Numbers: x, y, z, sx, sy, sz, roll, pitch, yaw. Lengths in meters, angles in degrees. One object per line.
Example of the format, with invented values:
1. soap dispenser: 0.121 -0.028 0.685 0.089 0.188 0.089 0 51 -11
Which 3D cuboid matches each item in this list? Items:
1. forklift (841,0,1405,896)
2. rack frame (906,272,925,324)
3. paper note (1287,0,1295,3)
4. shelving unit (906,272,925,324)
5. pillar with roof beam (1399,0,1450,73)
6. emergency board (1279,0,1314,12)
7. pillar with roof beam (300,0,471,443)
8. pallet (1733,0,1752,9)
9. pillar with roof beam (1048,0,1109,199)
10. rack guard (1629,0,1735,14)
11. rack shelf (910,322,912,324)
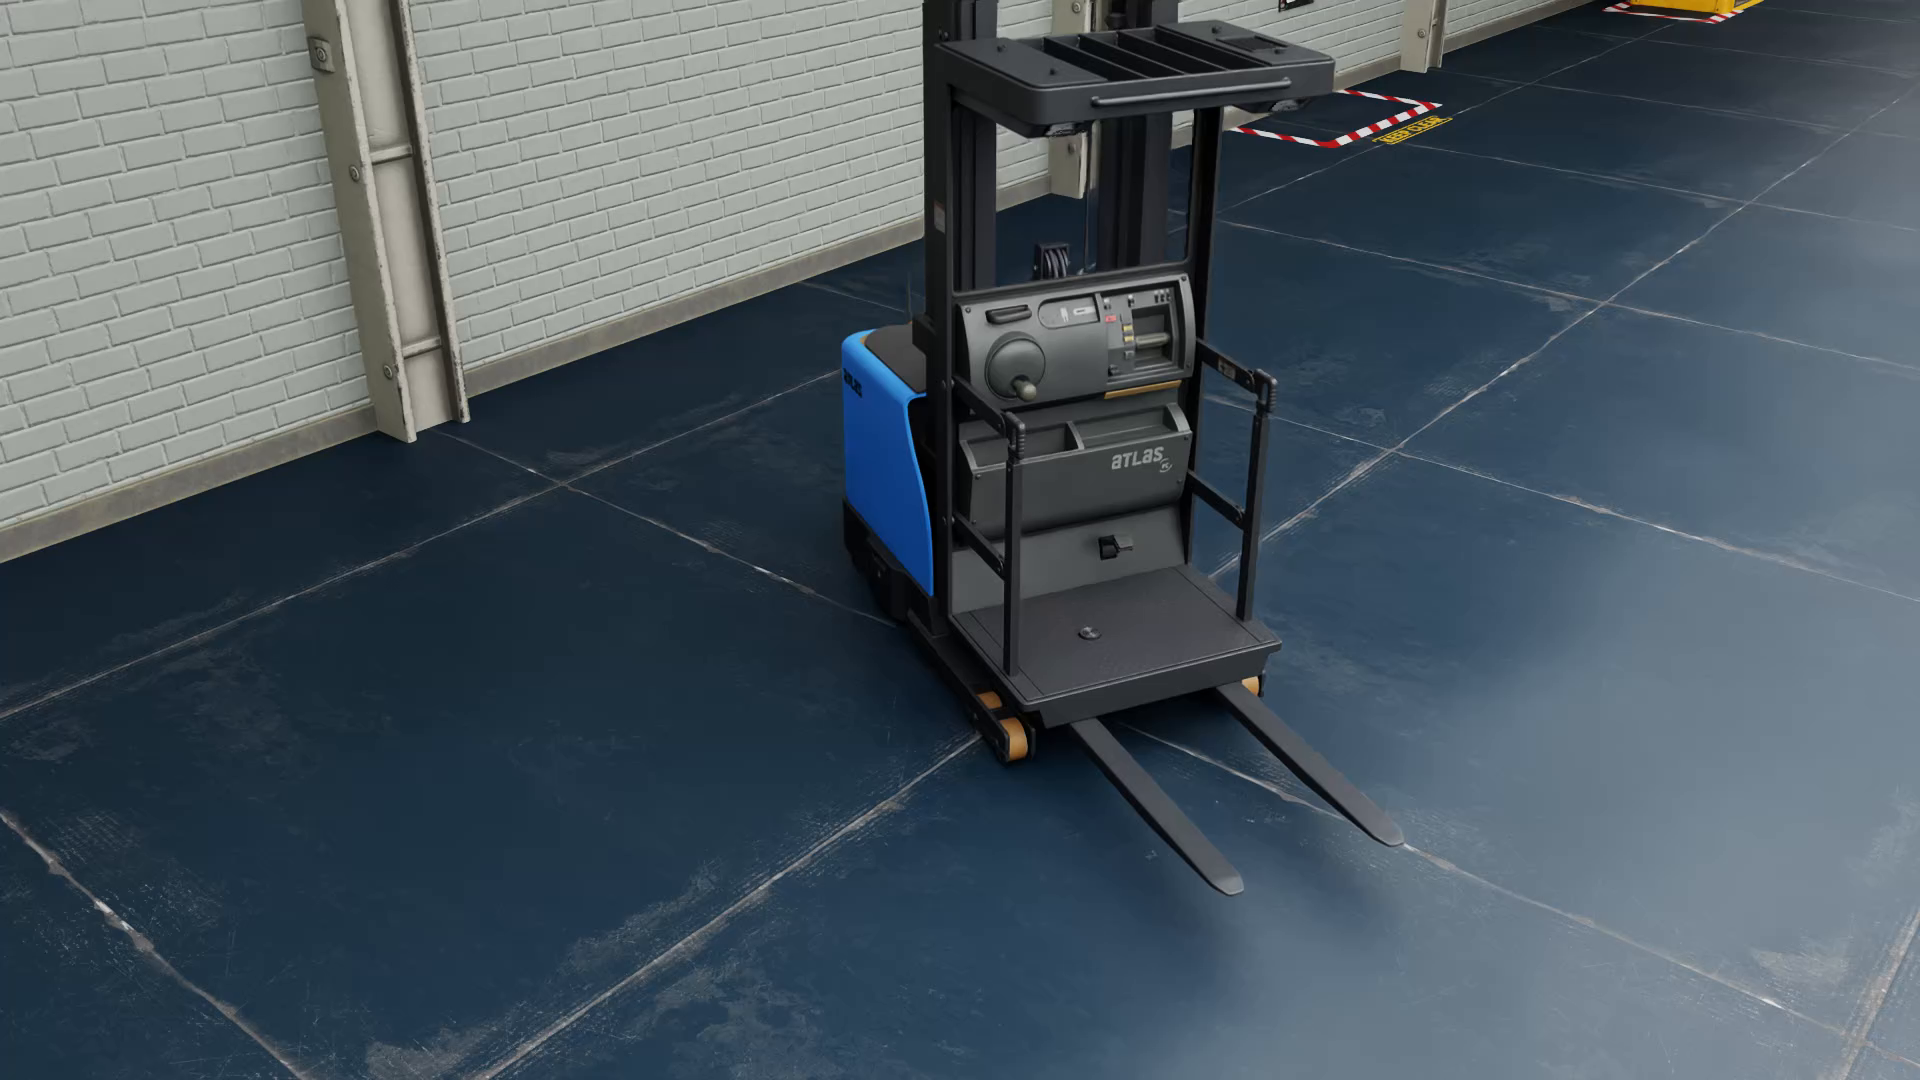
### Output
1. forklift: 0.529 -0.703 5.920 1.130 2.935 3.031 -11 29 -21
2. rack frame: -0.165 -0.626 7.655 0.006 1.200 0.240 -21 34 -34
3. paper note: 2.974 -4.912 14.939 0.016 0.148 0.142 21 34 34
4. shelving unit: -0.095 -0.653 7.706 0.189 1.200 0.258 -21 34 -34
5. pillar with roof beam: 8.063 -7.617 12.681 9.100 9.000 0.400 21 34 34
6. emergency board: 3.121 -5.348 14.824 0.157 1.169 0.626 21 34 34
7. pillar with roof beam: 0.431 -3.363 4.456 9.100 9.000 0.400 21 34 34
8. pallet: 9.373 -6.903 20.865 1.003 0.211 1.213 21 34 34
9. pillar with roof beam: 4.247 -5.490 8.569 9.100 9.000 0.400 21 34 34
10. rack guard: 8.829 -6.754 20.261 1.175 0.500 0.348 21 34 34
11. rack shelf: -0.095 -0.933 7.561 0.180 0.103 0.258 -21 34 -34
